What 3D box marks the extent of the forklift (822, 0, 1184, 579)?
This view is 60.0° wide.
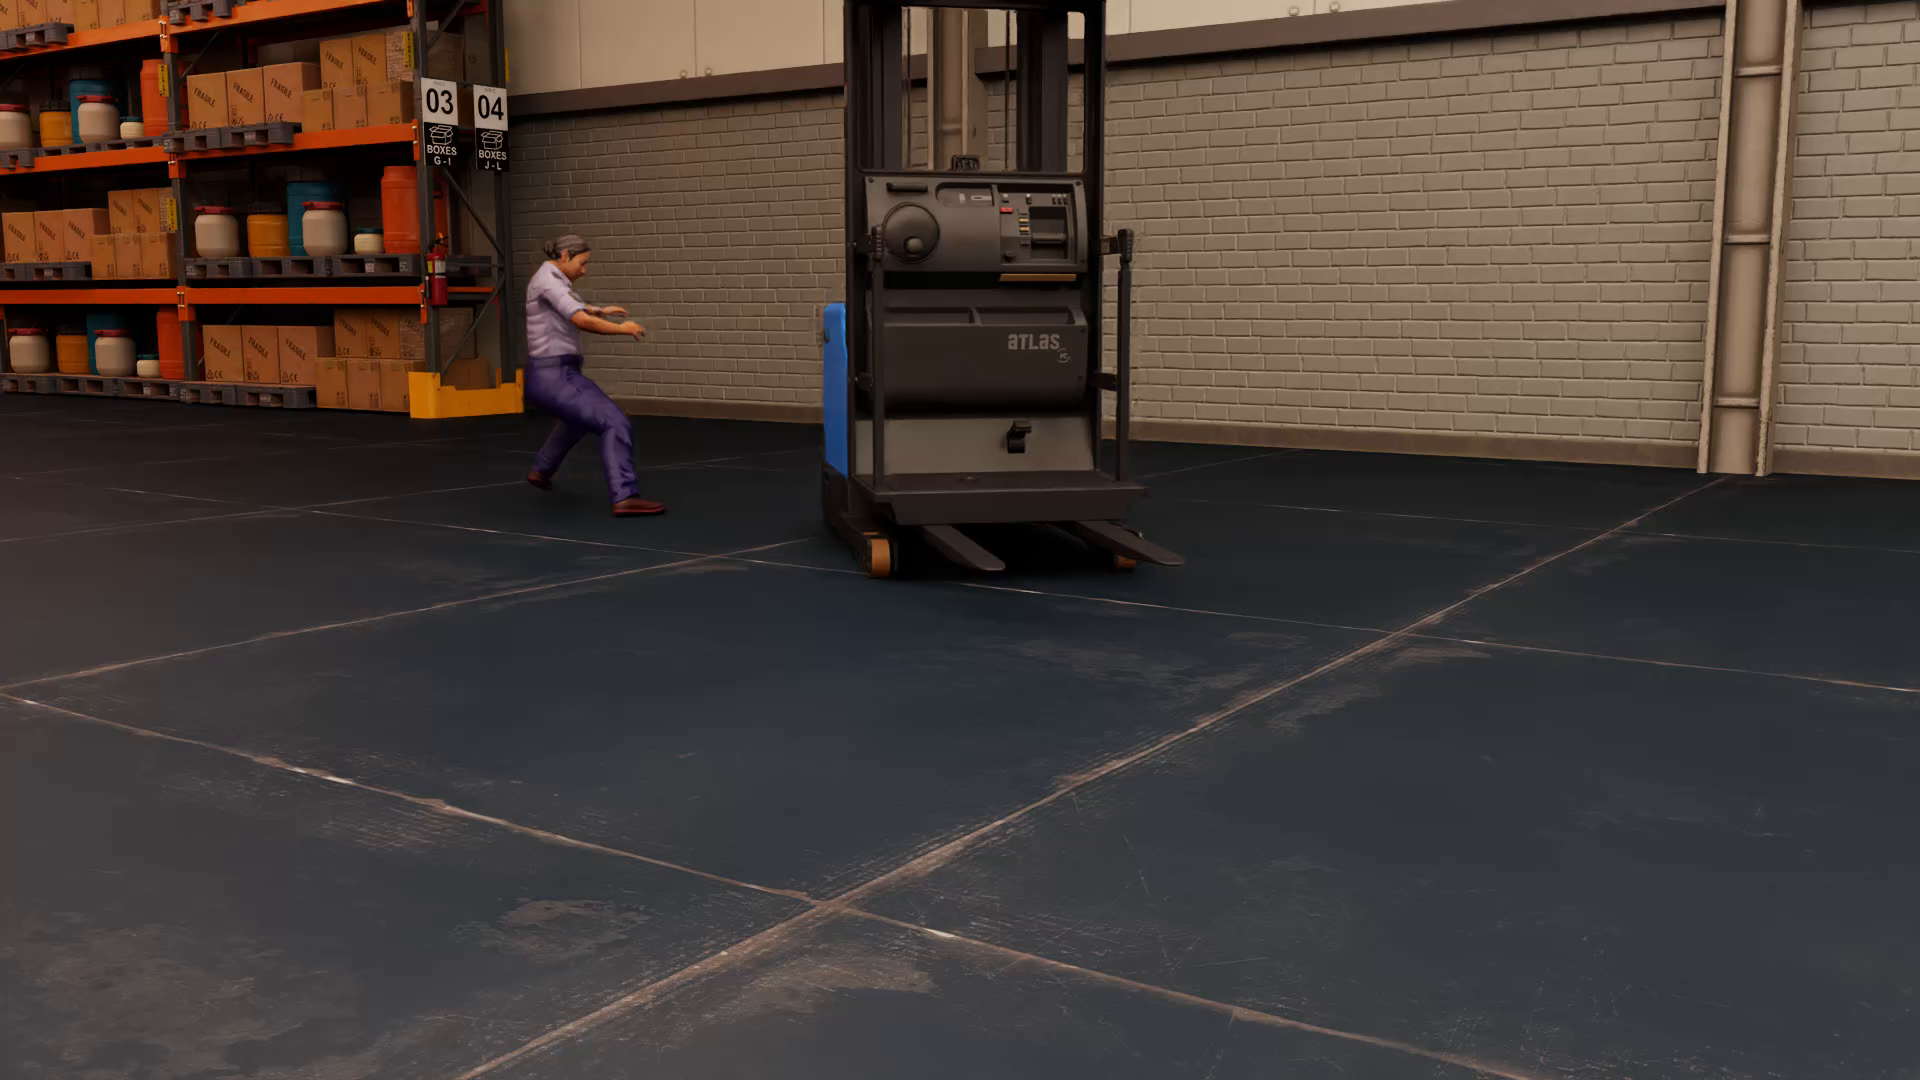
[{"bbox_3d":[0.115,-1.353,6.706,1.130,2.935,3.031,-2,8,-11],"label":"forklift"}]

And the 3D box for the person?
[{"bbox_3d":[-1.991,-0.899,8.838,0.633,1.432,1.228,-3,9,-20],"label":"person"}]
